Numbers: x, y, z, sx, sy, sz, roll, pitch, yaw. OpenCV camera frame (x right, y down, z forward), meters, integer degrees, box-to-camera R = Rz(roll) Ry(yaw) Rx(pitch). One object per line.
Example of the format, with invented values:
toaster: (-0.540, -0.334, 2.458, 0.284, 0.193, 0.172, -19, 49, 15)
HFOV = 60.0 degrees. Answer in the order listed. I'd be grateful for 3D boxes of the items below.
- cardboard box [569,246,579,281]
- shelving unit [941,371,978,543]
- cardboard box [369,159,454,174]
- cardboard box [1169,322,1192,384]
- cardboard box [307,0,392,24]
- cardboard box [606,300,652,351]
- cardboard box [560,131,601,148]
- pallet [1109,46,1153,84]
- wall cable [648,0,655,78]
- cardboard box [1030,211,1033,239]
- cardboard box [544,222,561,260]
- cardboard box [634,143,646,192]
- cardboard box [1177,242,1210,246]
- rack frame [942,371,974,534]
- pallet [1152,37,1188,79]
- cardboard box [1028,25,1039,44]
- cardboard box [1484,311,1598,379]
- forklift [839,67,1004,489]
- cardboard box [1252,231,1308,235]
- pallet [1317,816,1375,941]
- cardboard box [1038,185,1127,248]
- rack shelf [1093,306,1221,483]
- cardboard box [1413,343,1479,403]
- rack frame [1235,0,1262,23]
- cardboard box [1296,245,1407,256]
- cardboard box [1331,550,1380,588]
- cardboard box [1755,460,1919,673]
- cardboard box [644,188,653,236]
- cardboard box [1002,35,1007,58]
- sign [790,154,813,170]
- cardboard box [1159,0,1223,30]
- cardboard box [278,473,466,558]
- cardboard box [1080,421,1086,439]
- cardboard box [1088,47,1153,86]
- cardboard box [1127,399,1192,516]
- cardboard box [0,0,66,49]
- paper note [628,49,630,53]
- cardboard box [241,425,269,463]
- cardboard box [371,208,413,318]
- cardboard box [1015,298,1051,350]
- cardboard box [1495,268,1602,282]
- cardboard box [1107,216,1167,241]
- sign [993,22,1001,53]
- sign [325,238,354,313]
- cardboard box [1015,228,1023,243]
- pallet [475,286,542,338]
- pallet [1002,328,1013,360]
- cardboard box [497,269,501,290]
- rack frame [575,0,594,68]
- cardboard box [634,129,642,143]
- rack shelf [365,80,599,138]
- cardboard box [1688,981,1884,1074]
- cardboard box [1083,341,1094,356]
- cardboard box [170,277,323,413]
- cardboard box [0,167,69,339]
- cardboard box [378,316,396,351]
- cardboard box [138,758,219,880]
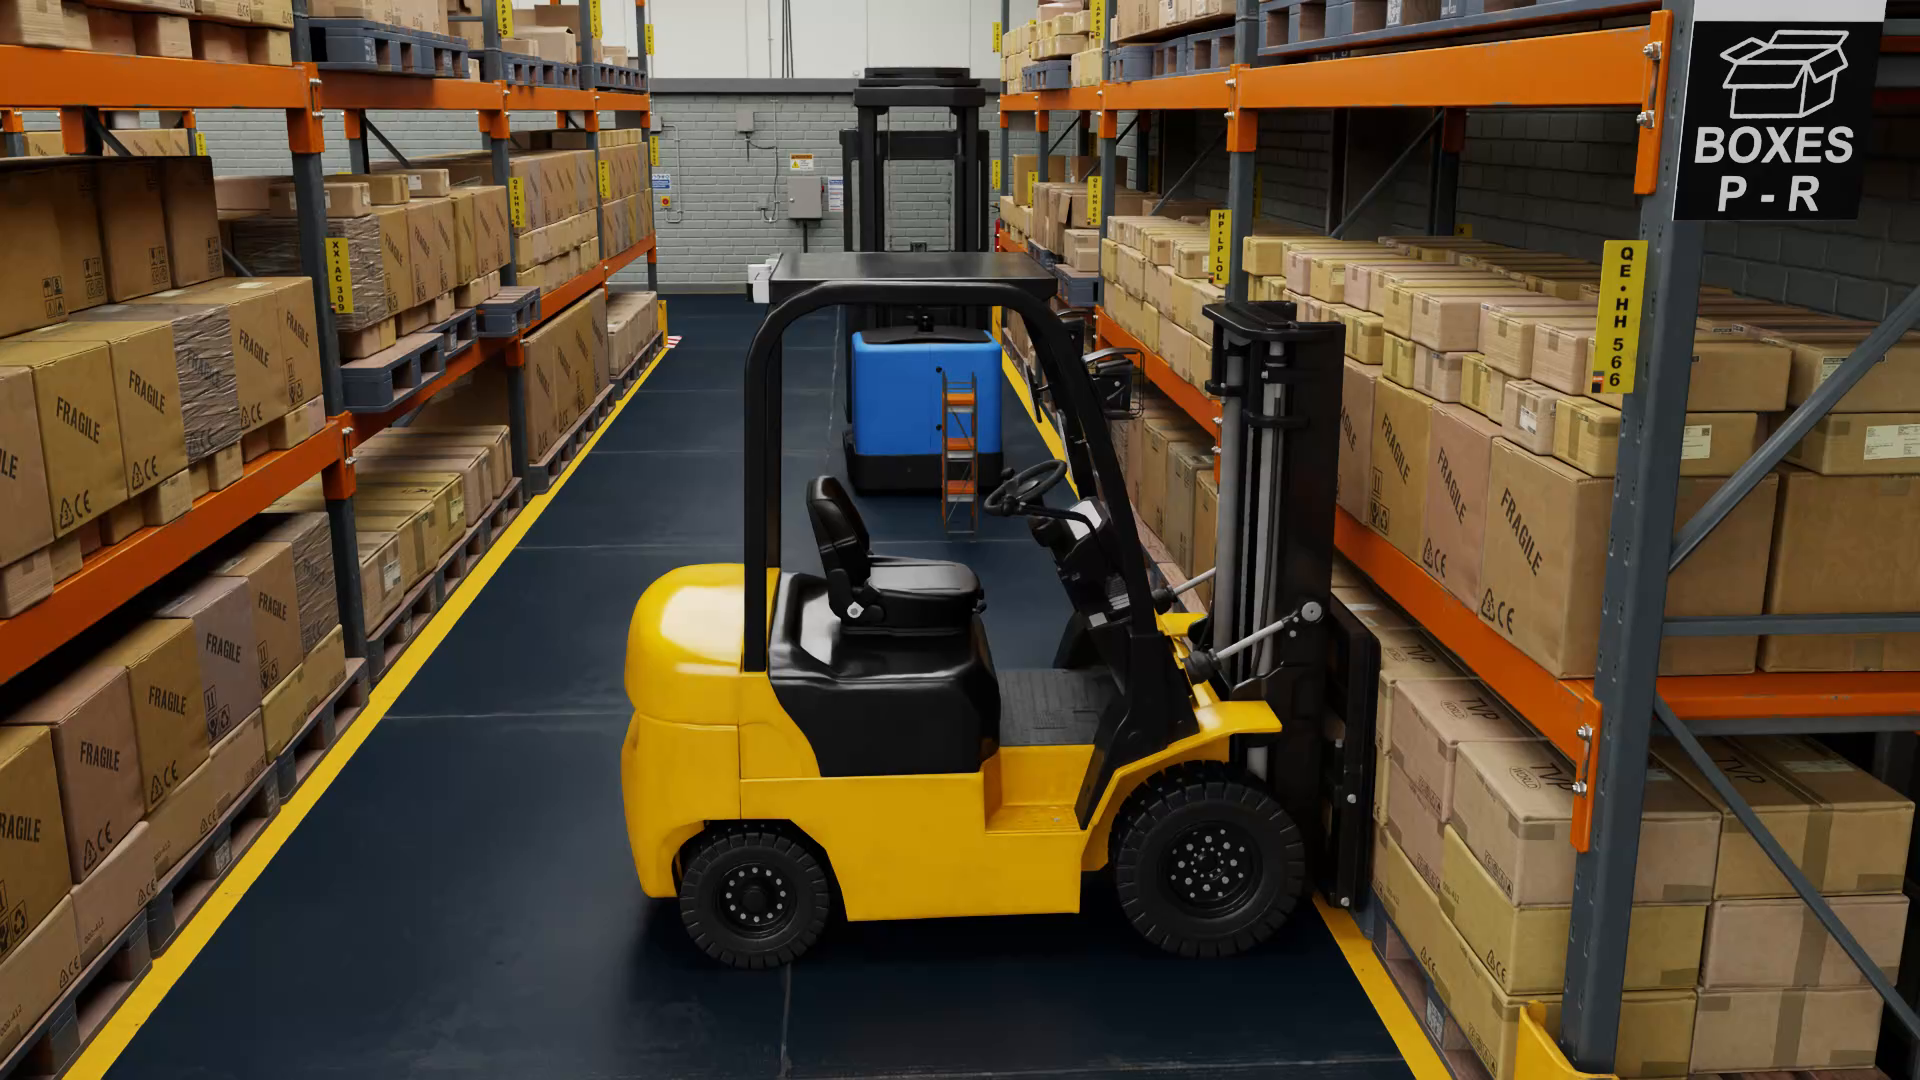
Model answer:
cardboard box: (-3.421, -2.278, 13.663, 0.500, 0.250, 0.500, -1, 14, -5)
shelving unit: (-0.003, -0.522, 10.447, 0.215, 1.050, 0.252, -1, 14, -3)
cardboard box: (-3.789, -2.374, 11.525, 0.500, 0.500, 0.500, -1, 14, -5)
cardboard box: (1.377, -0.973, 8.588, 0.500, 0.250, 0.500, -1, 14, -4)
cardboard box: (-2.884, -2.457, 7.493, 0.500, 0.250, 0.500, -1, 14, -5)
cardboard box: (-3.785, -2.278, 17.661, 0.875, 0.438, 0.875, 0, 14, -2)
cardboard box: (-3.536, -3.704, 15.394, 0.380, 0.149, 0.250, -1, 14, -3)
pallet: (1.590, -2.988, 10.478, 1.213, 0.211, 1.003, 0, 14, -1)
wall cable: (-4.625, -8.022, 23.644, 0.463, 3.000, 0.029, -1, 14, -3)
cardboard box: (0.936, -2.983, 15.805, 0.500, 0.250, 0.500, -1, 14, -2)
cardboard box: (-3.330, -2.268, 12.621, 0.500, 0.250, 0.500, -1, 14, -4)
cardboard box: (-3.662, -3.993, 17.818, 0.500, 0.500, 0.500, -1, 14, -3)
cardboard box: (1.364, -1.498, 8.828, 0.380, 0.149, 0.250, -1, 14, -5)
rack frame: (-0.011, -0.552, 10.565, 0.200, 1.050, 0.008, -1, 14, -3)
pallet: (1.662, -2.710, 9.397, 1.003, 0.211, 1.213, 0, 14, -1)
cardboard box: (0.791, -4.435, 14.586, 0.380, 0.149, 0.250, 0, 14, -2)
cardboard box: (1.632, -0.522, 4.437, 0.380, 0.149, 0.250, -1, 14, -2)
forklift: (-0.352, -2.089, 12.764, 1.130, 2.935, 3.031, -1, 14, -6)
cardboard box: (1.795, -1.697, 9.601, 0.380, 0.149, 0.250, 0, 14, -2)
pallet: (1.792, 1.054, 6.007, 1.003, 0.211, 1.213, -1, 14, -3)
cardboard box: (1.049, -2.788, 14.299, 0.700, 0.500, 0.500, -1, 14, -3)
rack shelf: (1.582, -0.948, 9.635, 1.077, 0.370, 4.000, -1, 14, -3)
cardboard box: (1.585, -0.505, 4.967, 0.380, 0.149, 0.250, -1, 14, -5)
rack frame: (1.706, -3.705, 6.865, 1.000, 3.000, 0.127, -1, 14, -3)
cardboard box: (1.561, -1.095, 6.663, 0.380, 0.149, 0.250, -1, 14, -4)
cardboard box: (1.487, 0.221, 6.317, 0.500, 0.250, 0.500, 0, 14, -2)
cardboard box: (2.201, 0.020, 4.229, 0.500, 0.500, 0.500, 0, 14, -2)
cardboard box: (-3.697, -3.639, 18.448, 0.500, 0.500, 0.500, -1, 14, -3)
cardboard box: (0.740, -5.436, 18.313, 0.500, 0.250, 0.500, -1, 14, -4)
sign: (-2.326, -5.555, 24.438, 0.339, 0.242, 0.001, -1, 14, -3)
cardboard box: (1.287, -2.843, 8.996, 0.380, 0.149, 0.250, -1, 14, -4)
cardboard box: (-3.375, -0.134, 9.460, 0.950, 0.372, 0.625, 0, 14, -2)
cardboard box: (1.197, -1.013, 12.618, 0.500, 0.500, 0.500, -1, 14, -4)
cardboard box: (1.184, -3.298, 11.605, 0.500, 0.250, 0.500, -1, 14, -5)
cardboard box: (1.532, -0.530, 10.488, 0.875, 0.625, 0.625, 0, 14, -2)
cardboard box: (-2.780, -1.467, 4.691, 0.380, 0.149, 0.250, -1, 14, -3)
paper note: (-3.280, -4.851, 16.488, 0.006, 0.032, 0.123, -1, 14, -3)
cardboard box: (-2.963, -0.397, 6.553, 0.380, 0.149, 0.250, -1, 14, -3)
cardboard box: (-3.022, -1.363, 8.164, 0.500, 0.500, 0.500, -1, 14, -3)
cardboard box: (0.853, -2.277, 17.528, 0.500, 0.500, 0.500, -1, 14, -2)
cardboard box: (2.059, -0.849, 5.705, 0.380, 0.149, 0.250, 0, 14, -2)
cardboard box: (1.184, -2.073, 11.060, 0.380, 0.149, 0.250, 0, 14, -2)
sign: (0.421, -5.651, 18.696, 0.100, 0.325, 0.005, -1, 14, -3)
sign: (-2.707, -1.151, 7.243, 0.100, 0.325, 0.005, -1, 14, -3)
cardboard box: (0.776, -3.190, 17.407, 0.380, 0.149, 0.250, -1, 14, -2)
pallet: (-3.345, -1.448, 10.519, 1.213, 0.211, 1.003, -1, 14, -3)
pallet: (1.018, -2.216, 18.715, 1.003, 0.211, 1.213, -1, 14, -3)
cardboard box: (-3.152, -1.655, 10.599, 0.380, 0.149, 0.250, -1, 14, -3)
rack frame: (-3.743, -5.617, 14.296, 1.000, 3.000, 0.127, -1, 14, -3)
cardboard box: (-3.629, -4.341, 17.869, 0.380, 0.149, 0.250, -1, 14, -4)
rack shelf: (-3.619, -3.318, 12.827, 1.077, 0.370, 4.000, -1, 14, -3)
cardboard box: (2.119, 1.199, 4.523, 0.500, 0.250, 0.500, -1, 14, -3)
cardboard box: (1.168, -1.482, 13.138, 0.380, 0.149, 0.250, -1, 14, -4)
cardboard box: (-2.972, -0.807, 6.847, 0.500, 0.500, 0.500, -1, 14, -5)
cardboard box: (-3.300, -0.905, 5.218, 0.700, 0.500, 0.500, -1, 14, -4)
cardboard box: (-2.973, -1.008, 8.085, 0.380, 0.149, 0.250, -1, 14, -2)
cardboard box: (-2.844, 0.934, 5.552, 0.500, 0.250, 0.500, 0, 14, 0)
